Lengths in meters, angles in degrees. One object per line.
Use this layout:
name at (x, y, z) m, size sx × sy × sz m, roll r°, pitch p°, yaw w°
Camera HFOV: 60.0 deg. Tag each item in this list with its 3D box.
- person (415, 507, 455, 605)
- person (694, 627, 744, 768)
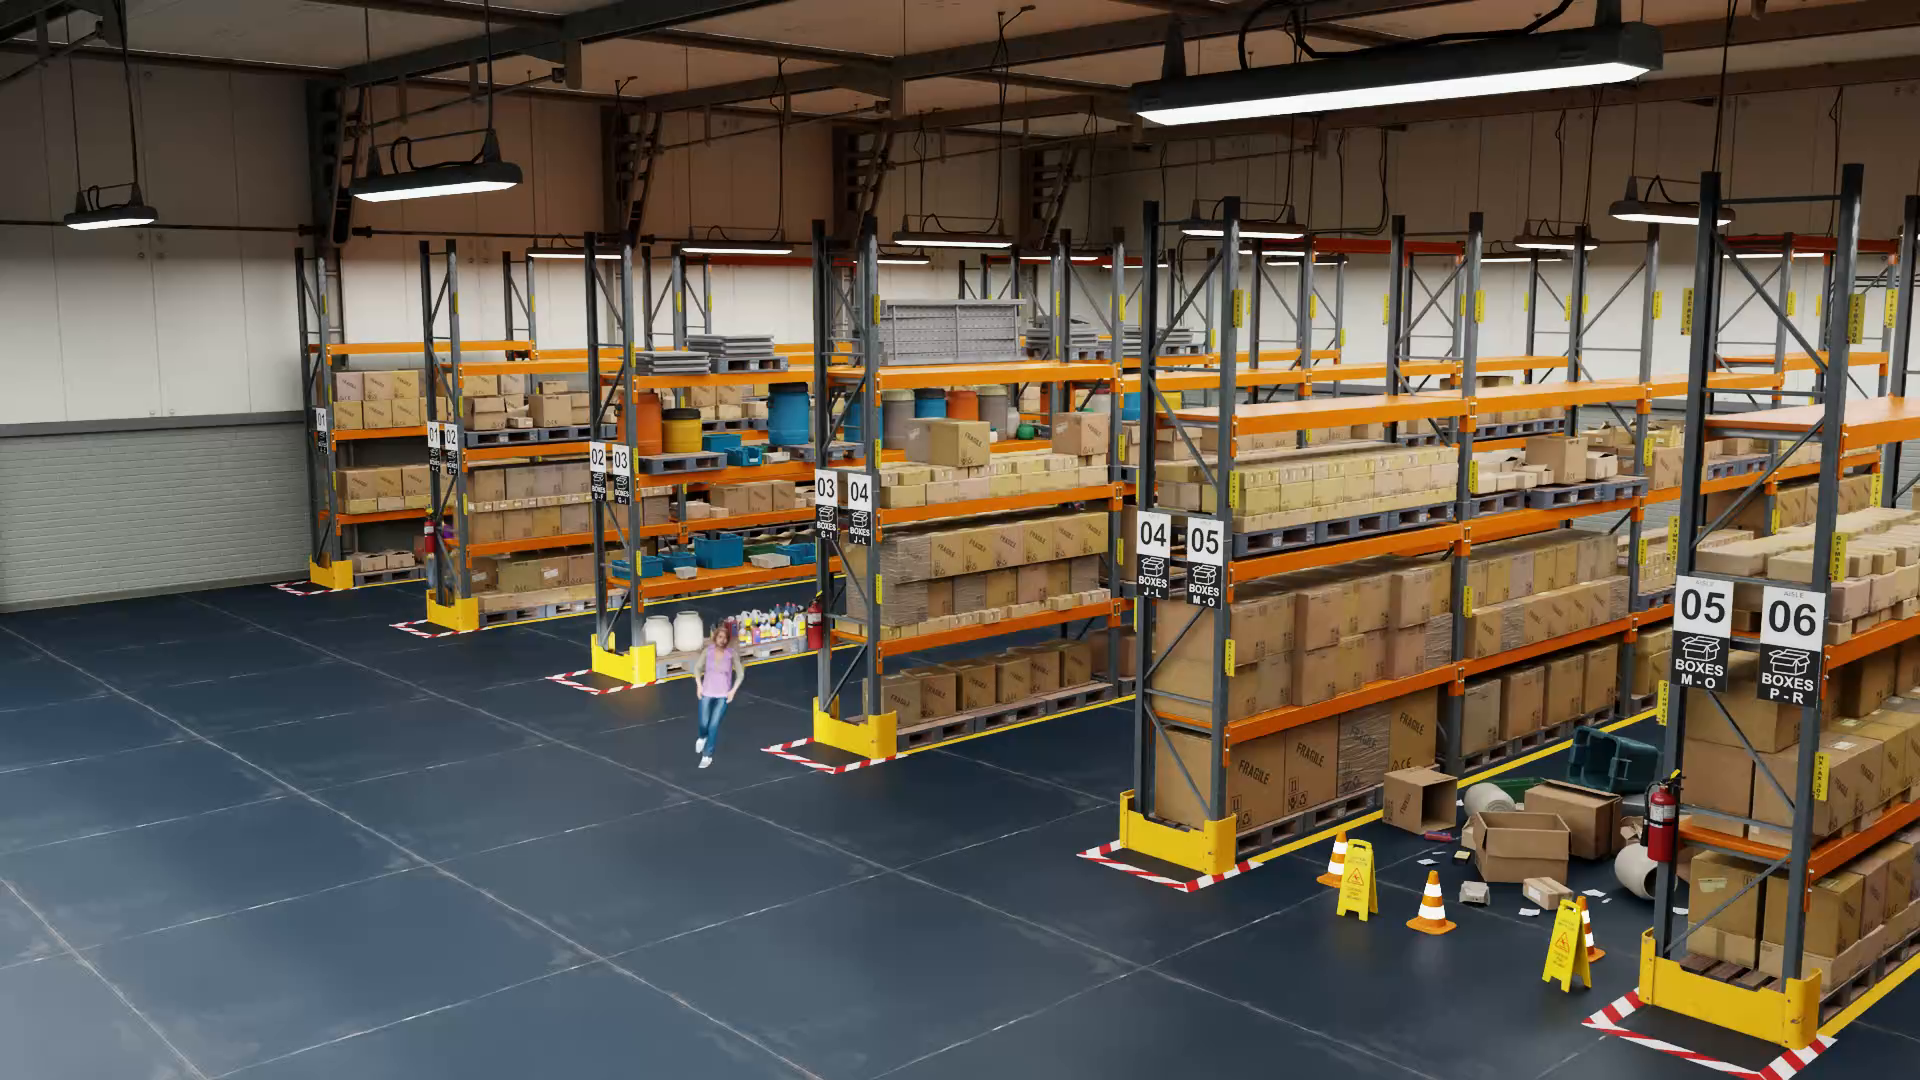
person at (-8.625, 0.297, 27.496) m, size 0.730 × 1.724 × 0.616 m, roll 8°, pitch 12°, yaw 43°
person at (-2.677, 1.719, 18.458) m, size 0.575 × 1.558 × 0.524 m, roll -1°, pitch 8°, yaw -4°
